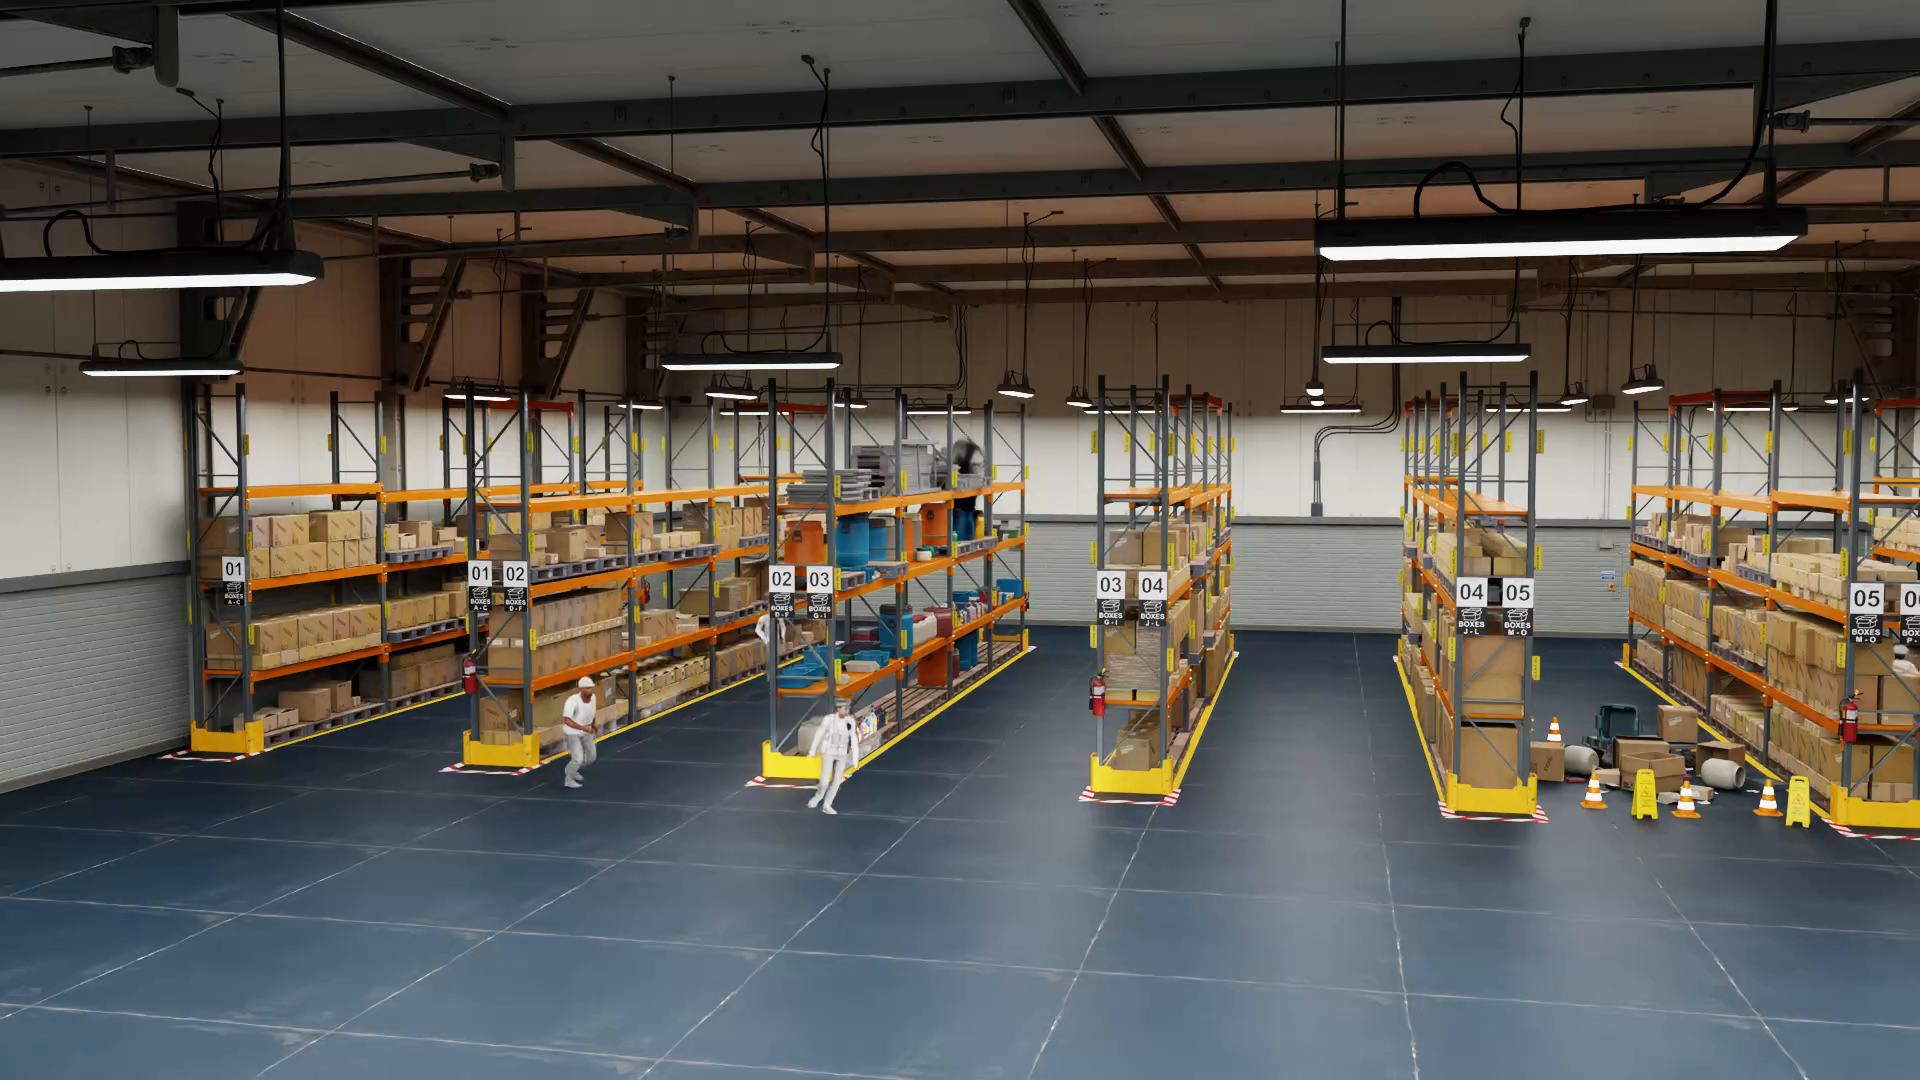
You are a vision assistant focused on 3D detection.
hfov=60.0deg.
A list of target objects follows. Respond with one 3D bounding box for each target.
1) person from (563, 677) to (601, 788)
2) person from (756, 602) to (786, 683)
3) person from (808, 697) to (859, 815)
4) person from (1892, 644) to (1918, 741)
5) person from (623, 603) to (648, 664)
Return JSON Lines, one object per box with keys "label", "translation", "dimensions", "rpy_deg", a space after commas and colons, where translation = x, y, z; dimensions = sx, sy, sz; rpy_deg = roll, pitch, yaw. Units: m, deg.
{"label": "person", "translation": [-5.534, 2.796, 24.193], "dimensions": [0.768, 1.647, 0.692], "rpy_deg": [2, 4, 34]}
{"label": "person", "translation": [-3.744, 2.019, 32.914], "dimensions": [0.616, 1.668, 0.641], "rpy_deg": [-1, 3, -11]}
{"label": "person", "translation": [-1.709, 2.914, 22.475], "dimensions": [0.641, 1.621, 0.563], "rpy_deg": [-1, 4, -22]}
{"label": "person", "translation": [15.713, 2.588, 27.834], "dimensions": [0.575, 1.672, 0.582], "rpy_deg": [1, 3, 15]}
{"label": "person", "translation": [-6.896, 2.145, 35.428], "dimensions": [0.690, 1.667, 0.876], "rpy_deg": [0, 3, -7]}
